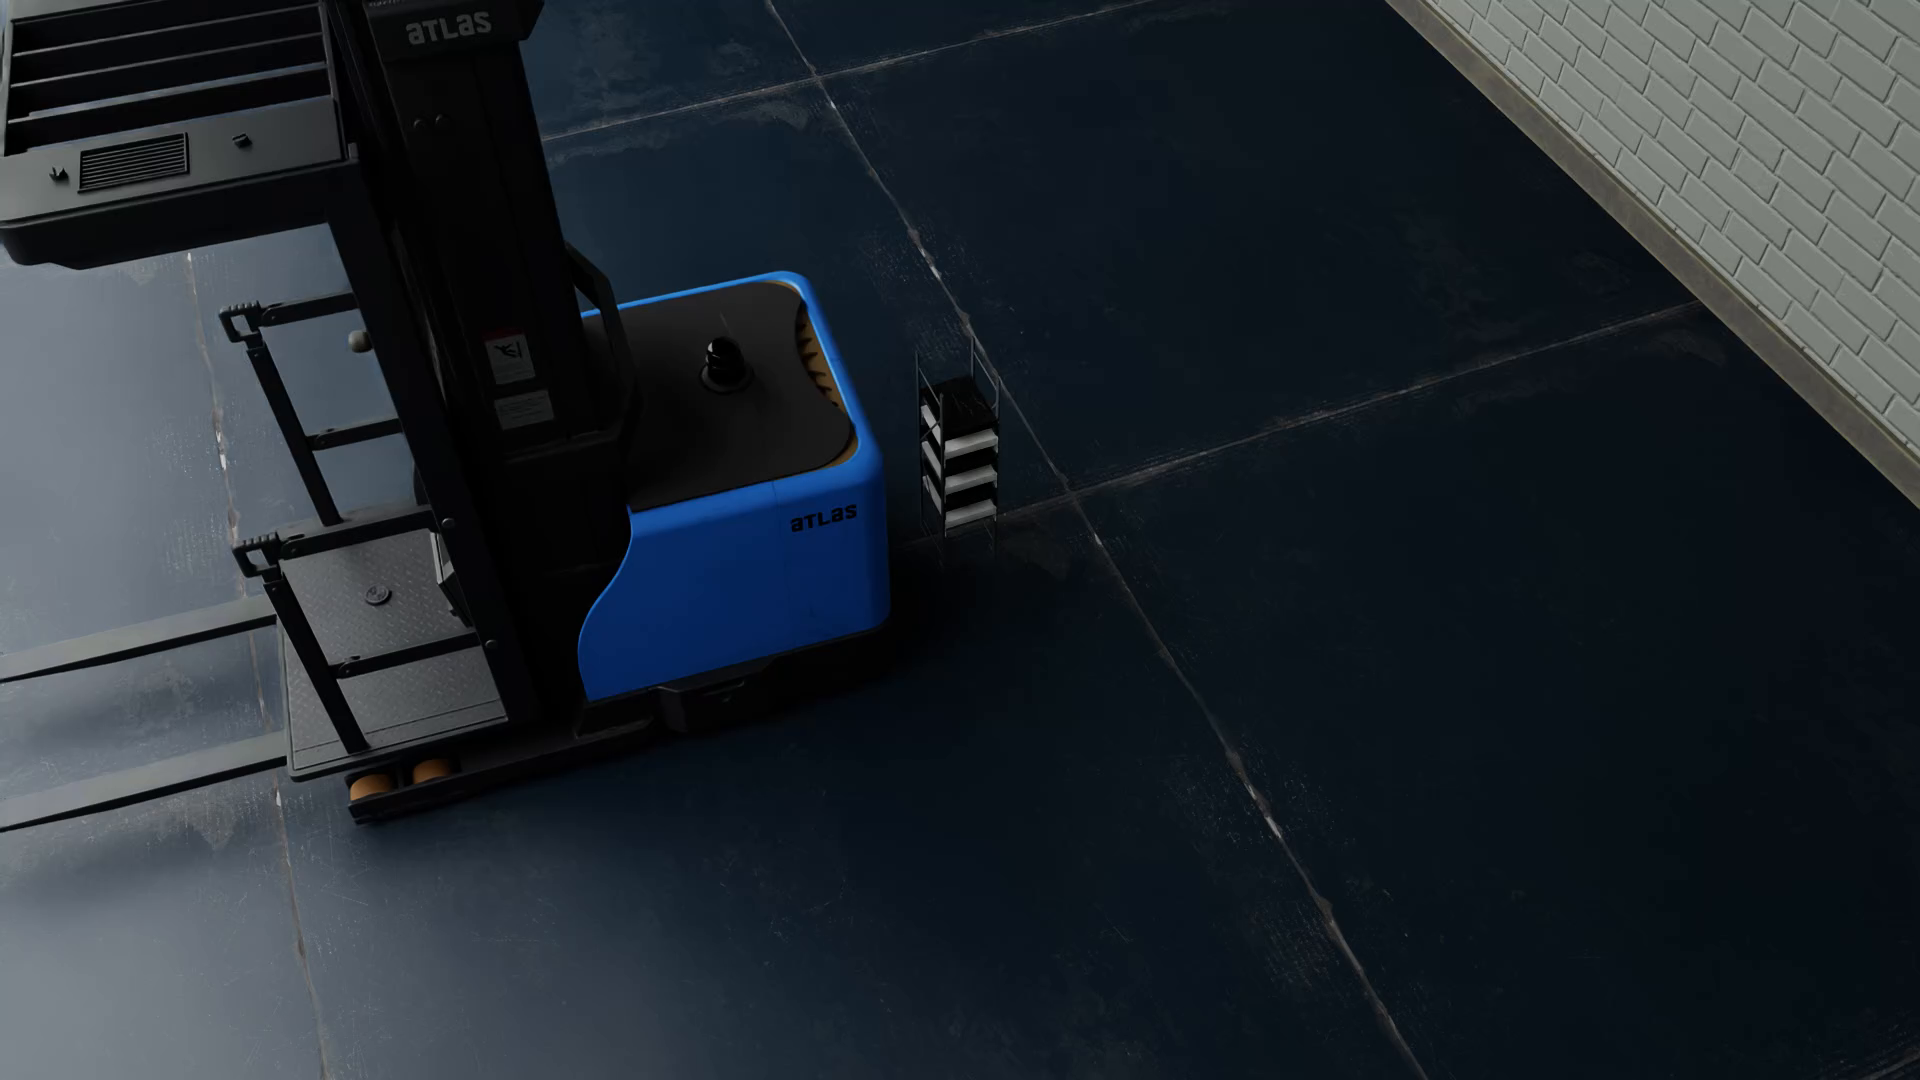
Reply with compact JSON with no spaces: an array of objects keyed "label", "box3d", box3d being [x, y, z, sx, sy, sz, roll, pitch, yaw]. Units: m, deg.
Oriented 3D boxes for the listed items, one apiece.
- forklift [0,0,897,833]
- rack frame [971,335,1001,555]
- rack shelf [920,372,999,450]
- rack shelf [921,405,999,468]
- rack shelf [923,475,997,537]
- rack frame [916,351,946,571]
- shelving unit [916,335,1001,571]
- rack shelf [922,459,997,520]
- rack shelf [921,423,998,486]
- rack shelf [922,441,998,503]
[{"label":"forklift","box3d":[-1.795,-0.488,4.737,3.031,2.935,1.130,-14,51,-12]},{"label":"rack frame","box3d":[0.087,-0.320,5.932,0.006,0.900,0.240,-17,52,-14]},{"label":"rack shelf","box3d":[-0.008,-0.445,5.727,0.200,0.077,0.258,-17,52,-14]},{"label":"rack shelf","box3d":[-0.008,-0.386,5.795,0.200,0.077,0.258,-17,52,-14]},{"label":"rack shelf","box3d":[-0.008,-0.152,6.068,0.200,0.077,0.258,-17,52,-14]},{"label":"rack frame","box3d":[-0.102,-0.262,5.882,0.006,0.900,0.240,-17,52,-14]},{"label":"shelving unit","box3d":[-0.008,-0.291,5.907,0.210,0.900,0.258,-17,52,-14]},{"label":"rack shelf","box3d":[-0.008,-0.211,6.000,0.200,0.077,0.258,-17,52,-14]},{"label":"rack shelf","box3d":[-0.008,-0.328,5.864,0.200,0.077,0.258,-17,52,-14]},{"label":"rack shelf","box3d":[-0.008,-0.269,5.932,0.200,0.077,0.258,-17,52,-14]}]
